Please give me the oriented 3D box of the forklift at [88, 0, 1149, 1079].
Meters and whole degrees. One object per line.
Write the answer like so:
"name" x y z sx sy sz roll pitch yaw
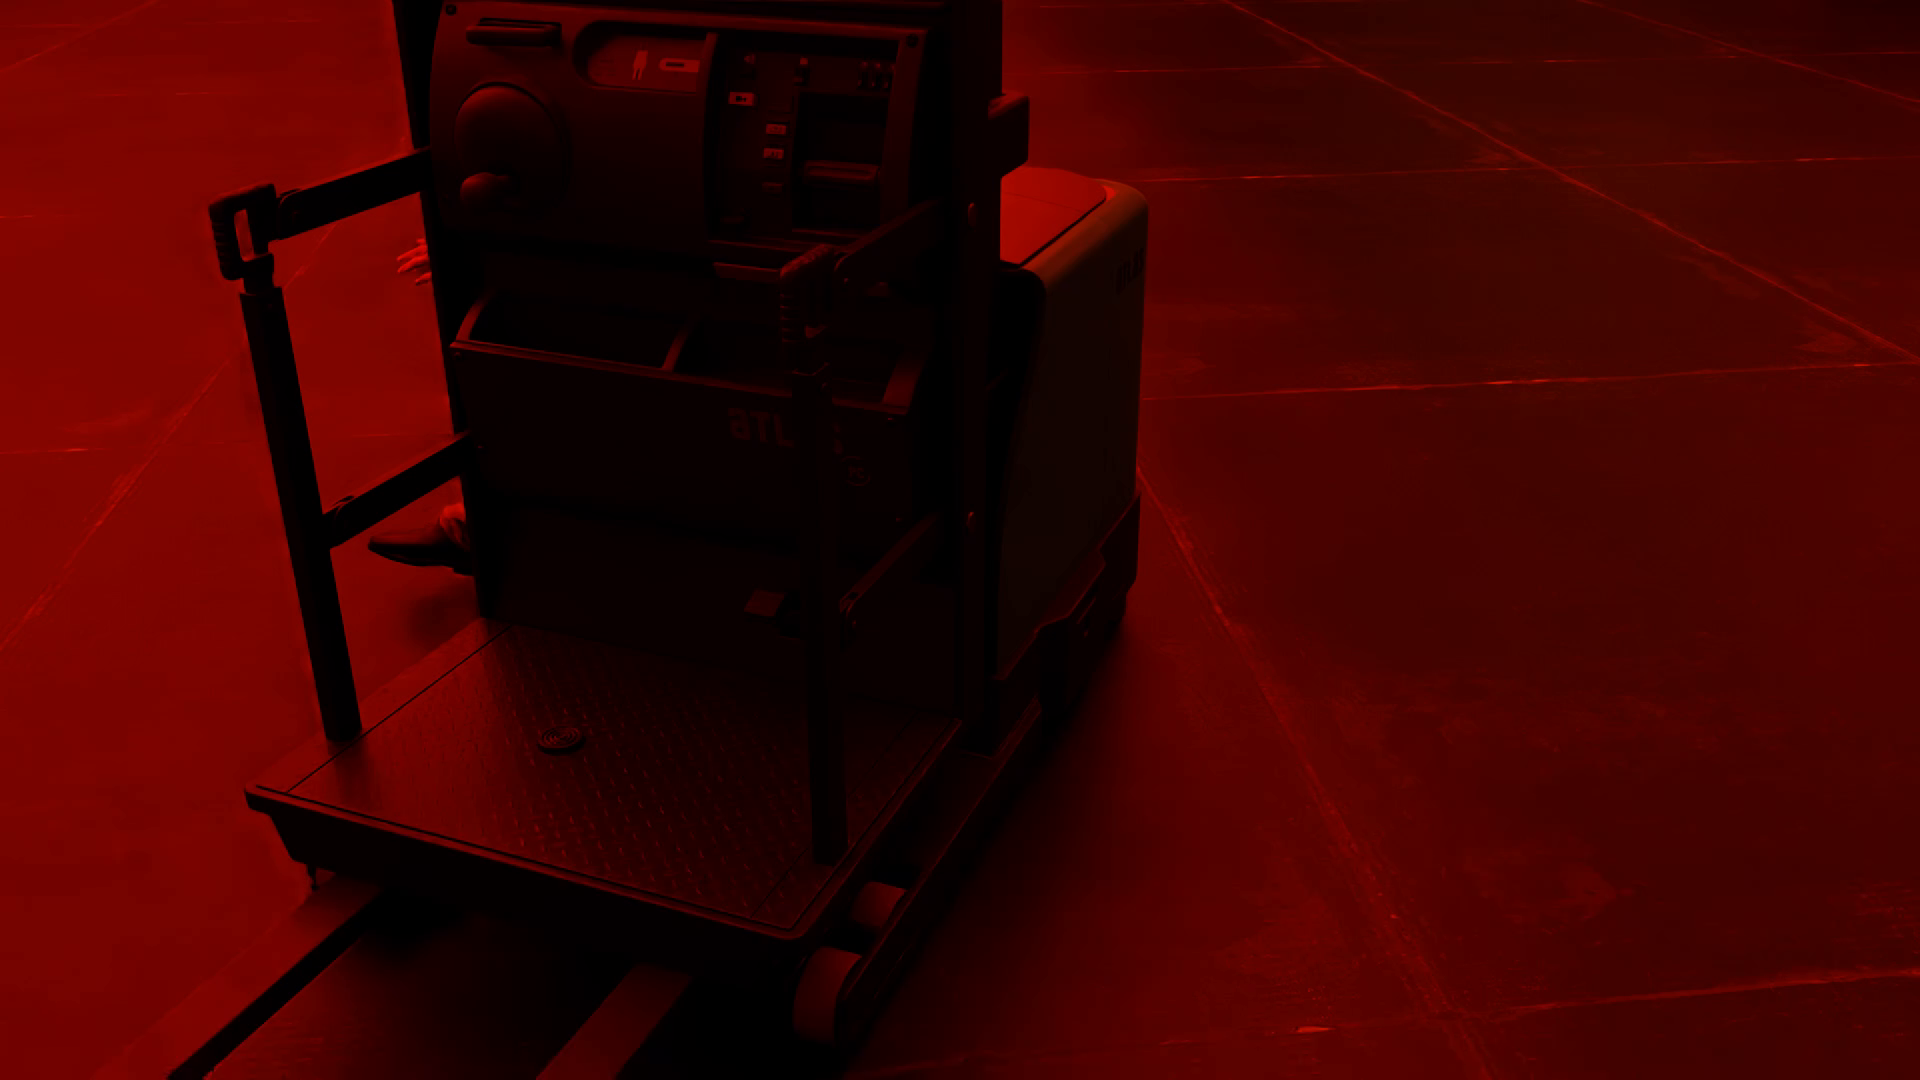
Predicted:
"forklift" -0.571 -0.669 2.618 1.130 2.935 3.031 10 27 20

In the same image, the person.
"person" -0.888 -0.524 3.862 1.016 1.522 0.944 -12 28 -24
